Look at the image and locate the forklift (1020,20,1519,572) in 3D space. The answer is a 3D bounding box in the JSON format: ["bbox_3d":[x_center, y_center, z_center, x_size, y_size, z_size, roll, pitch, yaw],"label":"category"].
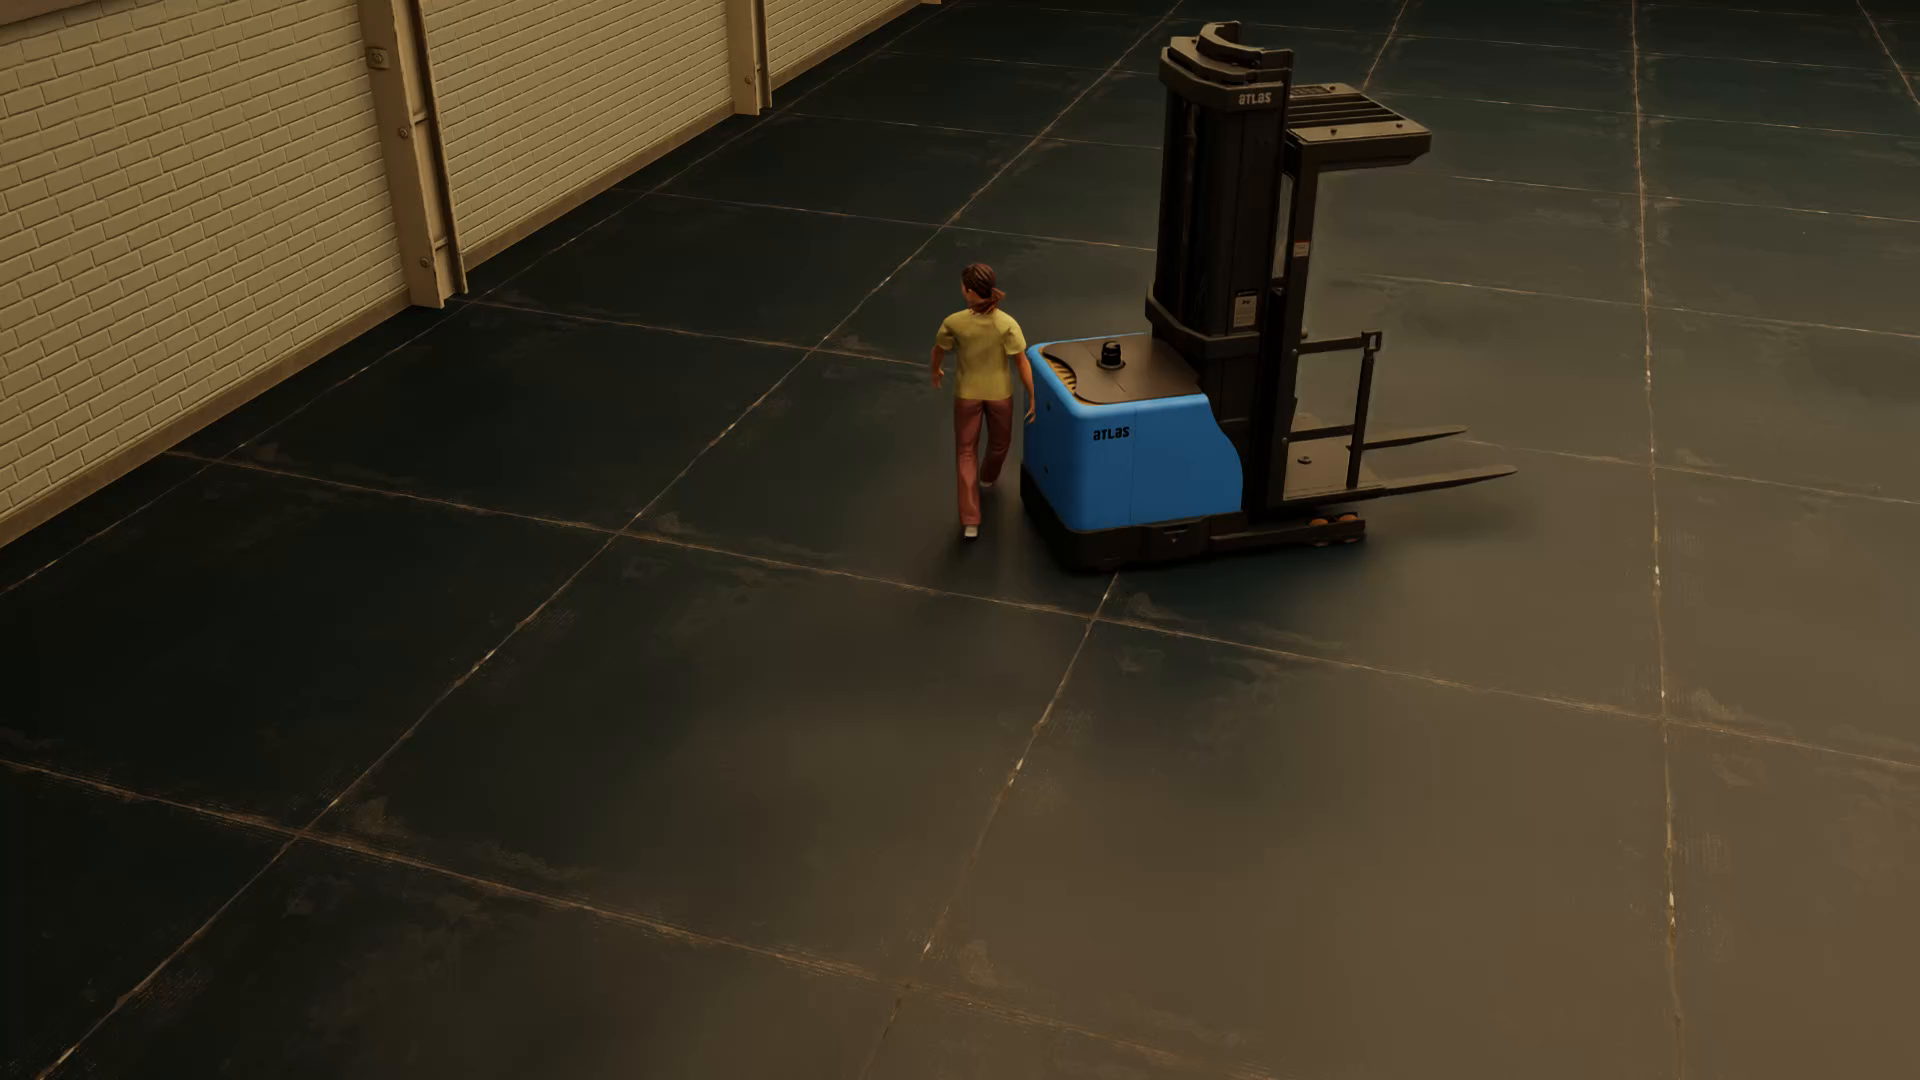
[{"bbox_3d":[1.953,-1.479,9.731,3.031,2.935,1.130,-8,31,-13],"label":"forklift"}]

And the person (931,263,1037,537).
[{"bbox_3d":[0.149,-0.926,10.076,0.649,1.633,0.883,0,30,1],"label":"person"}]
